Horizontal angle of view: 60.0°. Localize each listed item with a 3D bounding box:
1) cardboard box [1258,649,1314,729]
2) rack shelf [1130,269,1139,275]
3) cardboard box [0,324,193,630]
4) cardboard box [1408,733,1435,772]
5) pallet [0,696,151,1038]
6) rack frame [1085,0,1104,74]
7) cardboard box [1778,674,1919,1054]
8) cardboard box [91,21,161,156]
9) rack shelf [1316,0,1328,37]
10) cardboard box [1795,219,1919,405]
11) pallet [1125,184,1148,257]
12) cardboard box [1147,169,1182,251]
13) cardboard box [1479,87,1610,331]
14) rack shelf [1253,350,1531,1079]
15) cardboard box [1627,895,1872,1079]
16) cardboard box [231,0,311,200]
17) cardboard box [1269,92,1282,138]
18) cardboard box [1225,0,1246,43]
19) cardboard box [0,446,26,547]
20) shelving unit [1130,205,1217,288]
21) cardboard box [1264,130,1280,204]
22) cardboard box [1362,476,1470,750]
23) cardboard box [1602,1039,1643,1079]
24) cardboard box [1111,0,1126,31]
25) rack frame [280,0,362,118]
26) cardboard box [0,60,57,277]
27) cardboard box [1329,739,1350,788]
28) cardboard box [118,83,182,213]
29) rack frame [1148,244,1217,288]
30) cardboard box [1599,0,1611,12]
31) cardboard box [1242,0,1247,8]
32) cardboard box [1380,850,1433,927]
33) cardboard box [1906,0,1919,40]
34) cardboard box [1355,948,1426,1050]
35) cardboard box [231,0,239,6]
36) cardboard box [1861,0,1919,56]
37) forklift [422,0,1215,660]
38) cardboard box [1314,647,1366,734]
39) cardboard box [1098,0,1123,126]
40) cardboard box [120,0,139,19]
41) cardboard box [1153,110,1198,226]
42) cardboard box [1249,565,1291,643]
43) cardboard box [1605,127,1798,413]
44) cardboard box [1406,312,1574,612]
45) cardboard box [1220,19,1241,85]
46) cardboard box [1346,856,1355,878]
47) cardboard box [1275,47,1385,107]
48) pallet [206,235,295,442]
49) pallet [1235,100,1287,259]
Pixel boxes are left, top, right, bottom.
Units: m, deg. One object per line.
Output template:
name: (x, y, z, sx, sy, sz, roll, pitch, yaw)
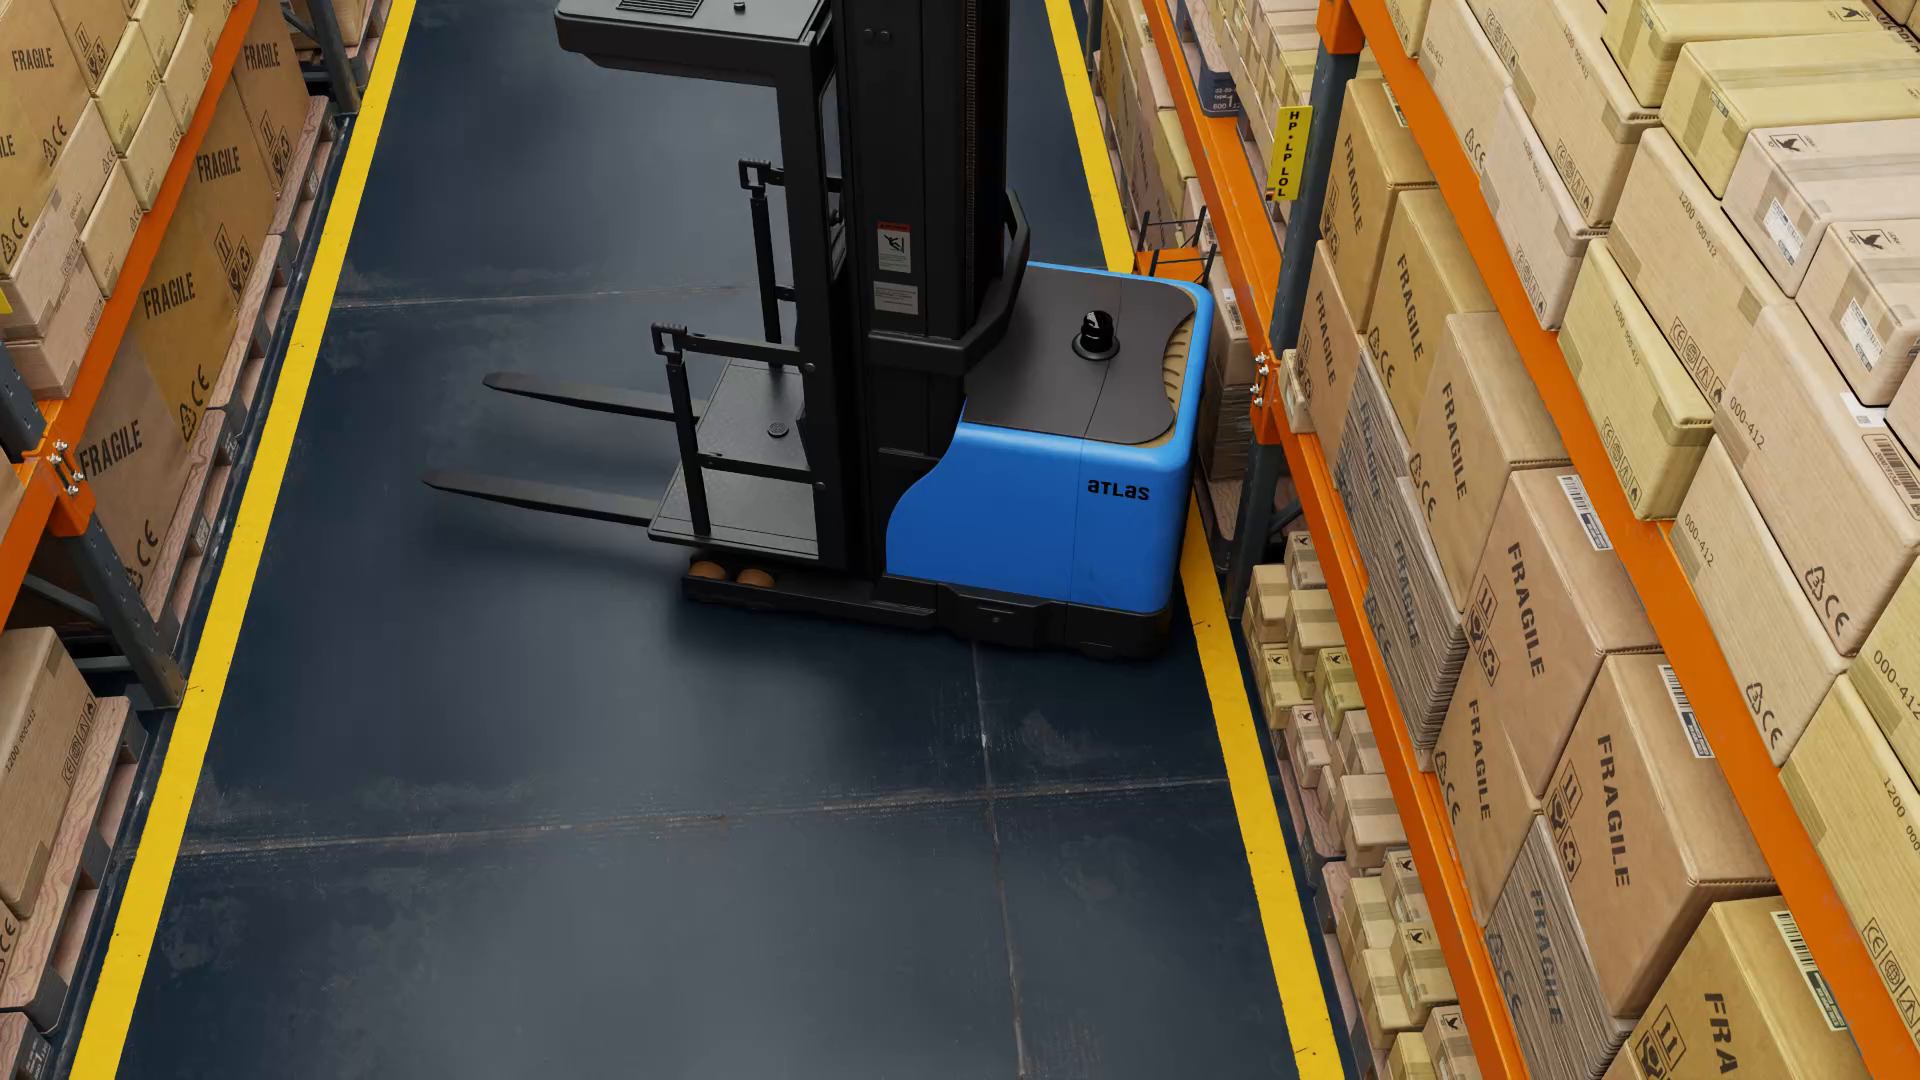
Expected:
cardboard box: (1.268, 0.519, 5.867, 0.380, 0.149, 0.250, -2, 47, -2)
rack shelf: (0.813, -0.979, 6.585, 0.258, 0.103, 0.180, -6, 62, -6)
cardboard box: (-3.520, -0.276, 6.119, 0.875, 0.875, 0.875, -2, 47, -2)
cardboard box: (1.392, 0.469, 4.413, 0.380, 0.149, 0.250, -2, 47, -2)
pallet: (-3.403, 1.096, 5.567, 1.003, 0.211, 1.213, -3, 47, -3)
rack frame: (1.201, -3.686, 8.175, 1.000, 3.000, 0.127, -3, 47, -3)
cardboard box: (1.519, 0.440, 2.304, 0.500, 0.250, 0.500, -3, 47, -3)
cardboard box: (-3.232, -1.616, 5.974, 0.500, 0.250, 0.500, -3, 47, -3)
rack shelf: (1.368, -3.023, 5.977, 1.077, 0.370, 4.000, -3, 47, -3)
cardboard box: (1.474, -0.338, 2.423, 0.380, 0.149, 0.250, -3, 47, -2)
pallet: (1.364, -1.281, 7.818, 1.003, 0.211, 1.213, -3, 47, -3)
cardboard box: (1.142, -1.340, 7.385, 0.500, 0.500, 0.500, -4, 47, -4)
cardboard box: (1.387, -0.681, 3.367, 0.500, 0.250, 0.500, -2, 47, -2)
rack shelf: (1.703, 0.902, 4.325, 1.077, 0.370, 4.000, -3, 47, -3)
cardboard box: (1.542, 0.939, 2.833, 0.500, 0.500, 0.500, -5, 47, -5)
cardboard box: (-3.748, -2.221, 7.962, 0.875, 0.875, 0.875, -4, 47, -4)
cardboard box: (1.283, -1.419, 5.707, 0.380, 0.149, 0.250, -3, 47, -3)
cardboard box: (1.217, -1.984, 6.242, 0.380, 0.149, 0.250, -6, 47, -5)
cardboard box: (-3.095, -0.133, 4.741, 0.500, 0.500, 0.500, -3, 47, -3)
shelving unit: (0.805, -0.887, 6.757, 0.258, 1.200, 0.189, -6, 62, -6)
cardboard box: (1.283, -1.313, 5.812, 0.380, 0.149, 0.250, -3, 47, -3)
cardboard box: (1.381, 0.169, 4.250, 0.500, 0.500, 0.500, -4, 47, -4)
cardboard box: (1.539, 1.283, 3.195, 0.500, 0.500, 0.500, -4, 47, -4)
cardboard box: (1.018, -2.715, 8.172, 0.500, 0.250, 0.500, -5, 47, -5)
rack frame: (-3.723, -3.312, 7.821, 1.000, 3.000, 0.127, -3, 47, -3)
cardboard box: (-3.139, -1.132, 4.999, 0.500, 0.500, 0.500, -3, 47, -3)
cardboard box: (1.434, 0.770, 5.424, 0.380, 0.149, 0.250, -6, 47, -5)
cardboard box: (-3.234, -1.447, 6.158, 0.500, 0.250, 0.500, -4, 47, -4)
rack frame: (0.818, -0.807, 6.714, 0.240, 1.200, 0.006, -6, 62, -6)
cardboard box: (1.404, -1.102, 3.146, 0.380, 0.149, 0.250, -5, 47, -5)
cardboard box: (1.225, -2.083, 6.131, 0.380, 0.149, 0.250, -5, 47, -5)
cardboard box: (1.482, 1.052, 4.952, 0.380, 0.149, 0.250, -5, 47, -5)
cardboard box: (1.968, -0.937, 2.990, 0.380, 0.149, 0.250, -4, 47, -4)
cardboard box: (1.387, 1.337, 4.887, 0.380, 0.149, 0.250, -3, 47, -3)
cardboard box: (-3.364, -2.542, 7.195, 0.500, 0.250, 0.500, -3, 47, -3)
cardboard box: (1.908, -0.871, 3.202, 0.500, 0.250, 0.500, -2, 47, -2)
forklift: (-0.611, -1.102, 5.775, 3.031, 2.935, 1.130, 9, 47, 8)
cardboard box: (1.393, 0.484, 5.490, 0.380, 0.149, 0.250, -4, 47, -4)
cardboard box: (1.006, -2.444, 8.431, 0.500, 0.500, 0.500, -5, 47, -5)
cardboard box: (-3.298, -2.235, 6.043, 0.500, 0.500, 0.500, -4, 47, -4)
cardboard box: (1.133, -1.613, 7.127, 0.500, 0.250, 0.500, -5, 47, -5)
cardboard box: (1.247, 0.223, 5.942, 0.380, 0.149, 0.250, -2, 47, -1)
cardboard box: (1.464, -0.474, 2.826, 0.500, 0.250, 0.500, -5, 47, -5)
cardboard box: (1.401, -0.191, 3.902, 0.500, 0.500, 0.500, -3, 47, -3)
cardboard box: (1.214, -1.876, 6.345, 0.380, 0.149, 0.250, -5, 47, -5)
cardboard box: (1.469, 1.069, 5.346, 0.380, 0.149, 0.250, -5, 47, -5)
cardboard box: (1.284, -1.528, 5.605, 0.380, 0.149, 0.250, -5, 47, -4)
pallet: (-3.633, -0.898, 7.455, 1.003, 0.211, 1.213, -3, 47, -3)
pallet: (1.617, -1.288, 6.036, 1.003, 0.211, 1.213, -3, 47, -3)
